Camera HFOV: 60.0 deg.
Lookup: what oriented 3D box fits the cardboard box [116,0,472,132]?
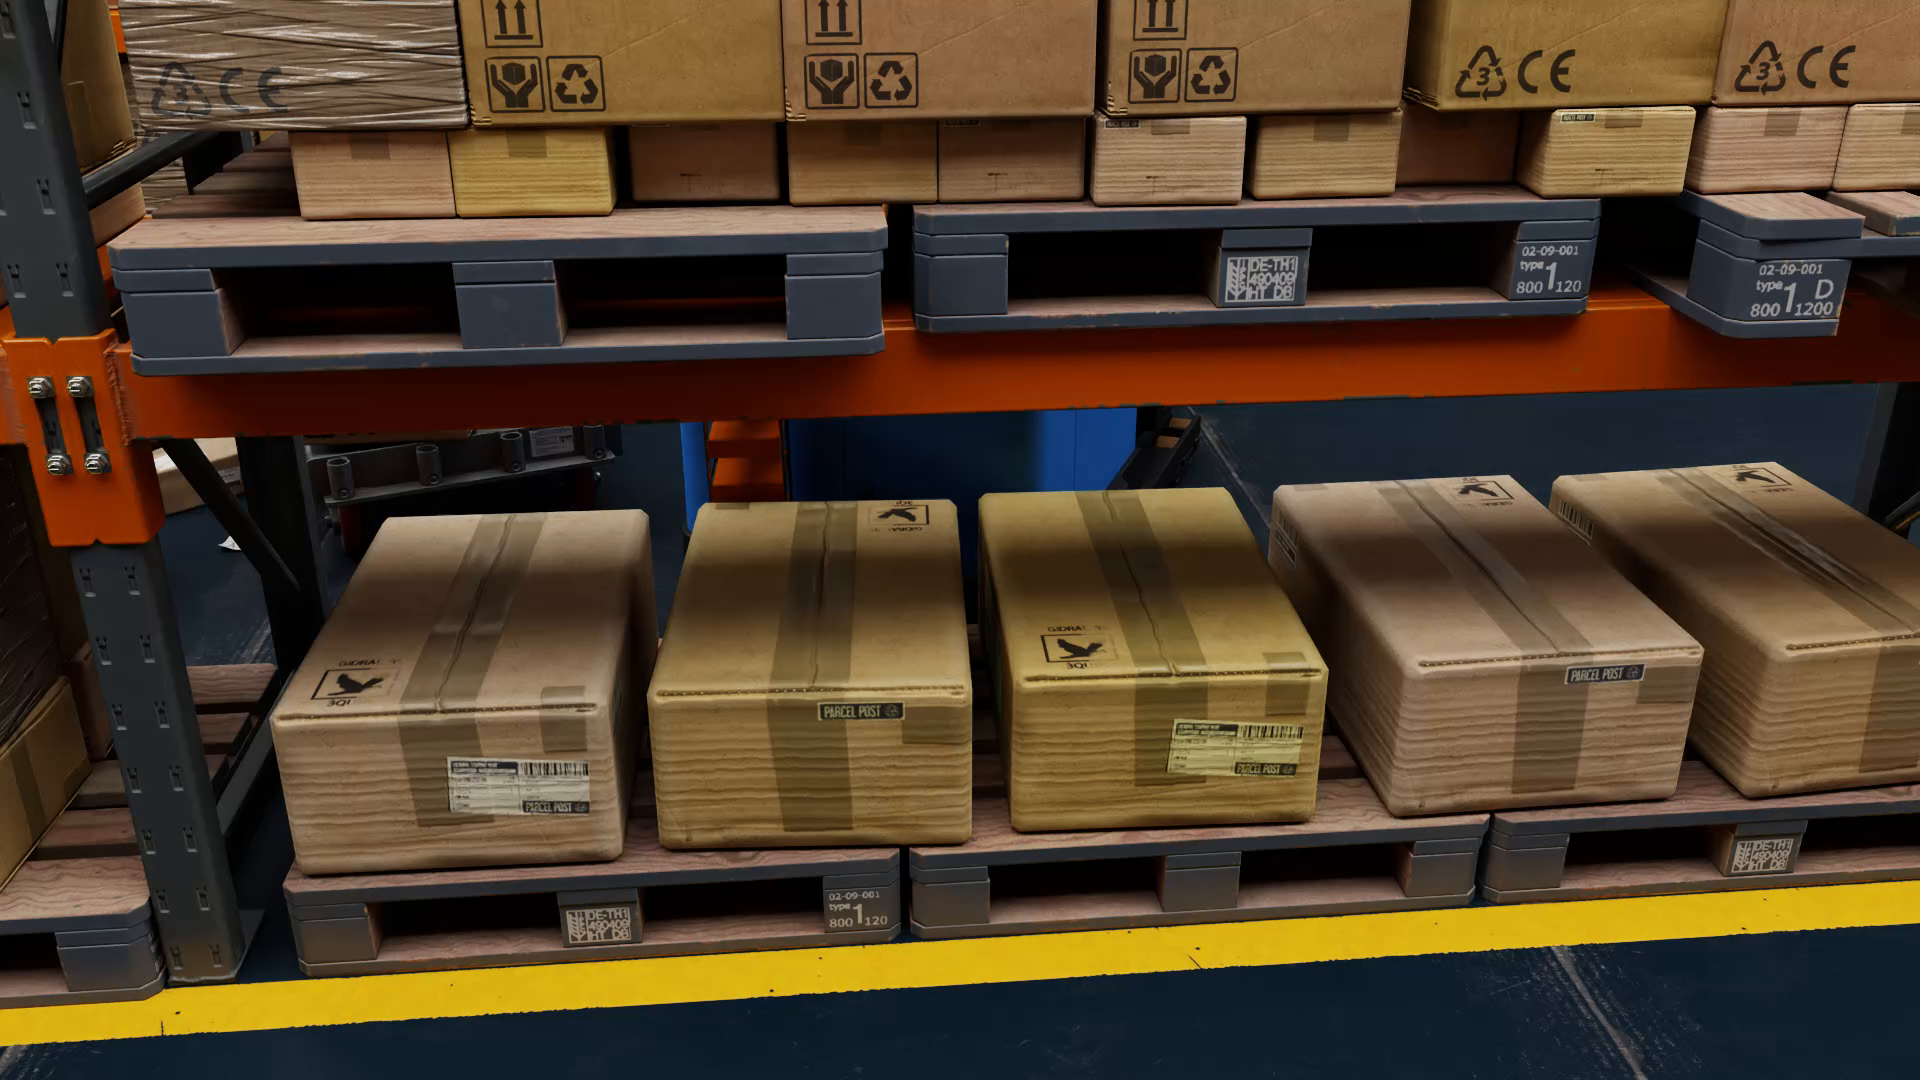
[{"bbox_3d":[-1.047,-0.972,2.737,0.500,0.500,0.500,-2,24,-4],"label":"cardboard box"}]

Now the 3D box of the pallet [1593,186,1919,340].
[{"bbox_3d":[1.740,-0.696,3.359,1.003,0.211,1.213,-2,24,-5],"label":"pallet"}]

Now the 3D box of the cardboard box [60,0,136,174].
[{"bbox_3d":[-2.007,-0.972,3.255,0.500,0.500,0.500,-2,24,-5],"label":"cardboard box"}]

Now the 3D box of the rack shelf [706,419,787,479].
[{"bbox_3d":[-0.527,-0.249,4.132,0.180,0.103,0.258,-2,24,-2],"label":"rack shelf"}]

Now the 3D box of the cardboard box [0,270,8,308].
[{"bbox_3d":[-1.832,-0.445,2.867,0.250,0.149,0.380,-3,24,-6],"label":"cardboard box"}]

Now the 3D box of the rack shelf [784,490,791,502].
[{"bbox_3d":[-0.522,-0.031,4.231,0.180,0.103,0.258,-2,24,-2],"label":"rack shelf"}]

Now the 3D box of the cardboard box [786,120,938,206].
[{"bbox_3d":[-0.177,-0.709,2.944,0.250,0.149,0.380,-2,24,-4],"label":"cardboard box"}]

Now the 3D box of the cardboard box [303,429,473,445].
[{"bbox_3d":[-1.747,-0.618,5.091,0.500,0.500,0.500,-2,24,-5],"label":"cardboard box"}]

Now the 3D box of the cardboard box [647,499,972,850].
[{"bbox_3d":[-0.305,0.261,3.687,0.625,0.372,0.950,-1,24,-2],"label":"cardboard box"}]

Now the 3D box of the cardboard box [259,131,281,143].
[{"bbox_3d":[-2.762,-1.916,7.967,0.875,0.875,0.875,-2,24,-4],"label":"cardboard box"}]

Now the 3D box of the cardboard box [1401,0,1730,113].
[{"bbox_3d":[0.998,-1.052,2.918,0.500,0.500,0.500,-4,24,-9],"label":"cardboard box"}]

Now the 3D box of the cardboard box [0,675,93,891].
[{"bbox_3d":[-2.104,0.501,3.297,0.500,0.250,0.500,-1,24,-3],"label":"cardboard box"}]

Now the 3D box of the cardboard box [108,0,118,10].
[{"bbox_3d":[-3.589,-2.736,7.528,0.550,0.550,0.875,-2,24,-5],"label":"cardboard box"}]

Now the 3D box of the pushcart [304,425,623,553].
[{"bbox_3d":[-1.816,-0.417,5.723,0.936,0.377,1.648,-11,26,-23],"label":"pushcart"}]

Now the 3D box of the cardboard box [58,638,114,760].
[{"bbox_3d":[-2.155,0.284,3.787,0.500,0.250,0.500,-3,24,-8],"label":"cardboard box"}]

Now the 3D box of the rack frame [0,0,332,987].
[{"bbox_3d":[-1.542,-0.695,3.122,0.127,3.000,1.000,-2,24,-5],"label":"rack frame"}]

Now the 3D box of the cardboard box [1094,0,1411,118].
[{"bbox_3d":[0.455,-1.031,2.870,0.500,0.500,0.500,-3,24,-7],"label":"cardboard box"}]

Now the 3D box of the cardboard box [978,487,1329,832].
[{"bbox_3d":[0.387,0.233,3.751,0.625,0.372,0.950,-2,24,-3],"label":"cardboard box"}]

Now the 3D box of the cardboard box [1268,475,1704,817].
[{"bbox_3d":[1.142,0.205,3.814,0.625,0.372,0.950,-3,24,-6],"label":"cardboard box"}]

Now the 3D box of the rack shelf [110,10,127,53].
[{"bbox_3d":[-4.119,-2.284,7.580,4.000,0.370,1.077,-2,24,-5],"label":"rack shelf"}]

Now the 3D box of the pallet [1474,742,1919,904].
[{"bbox_3d":[1.661,0.450,3.978,1.213,0.211,1.003,-2,24,-5],"label":"pallet"}]

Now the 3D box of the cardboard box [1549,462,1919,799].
[{"bbox_3d":[1.876,0.172,3.888,0.625,0.372,0.950,-4,24,-9],"label":"cardboard box"}]

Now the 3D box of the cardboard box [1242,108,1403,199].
[{"bbox_3d":[0.602,-0.730,2.992,0.250,0.149,0.380,-3,24,-7],"label":"cardboard box"}]

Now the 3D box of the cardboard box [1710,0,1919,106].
[{"bbox_3d":[1.500,-1.073,2.965,0.500,0.500,0.500,-3,24,-6],"label":"cardboard box"}]

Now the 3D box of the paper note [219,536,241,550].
[{"bbox_3d":[-2.237,-0.007,5.228,0.142,0.019,0.148,-2,24,-5],"label":"paper note"}]

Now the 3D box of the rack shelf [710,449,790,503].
[{"bbox_3d":[-0.524,-0.140,4.182,0.180,0.103,0.258,-2,24,-2],"label":"rack shelf"}]

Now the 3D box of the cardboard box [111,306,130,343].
[{"bbox_3d":[-3.093,-0.591,5.793,0.503,0.637,0.797,-2,24,-5],"label":"cardboard box"}]

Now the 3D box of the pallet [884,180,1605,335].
[{"bbox_3d":[0.473,-0.672,3.305,1.213,0.211,1.003,-2,24,-5],"label":"pallet"}]

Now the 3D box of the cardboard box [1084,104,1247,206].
[{"bbox_3d":[0.339,-0.708,2.941,0.250,0.149,0.380,-1,24,-3],"label":"cardboard box"}]

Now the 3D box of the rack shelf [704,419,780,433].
[{"bbox_3d":[-0.529,-0.359,4.082,0.180,0.103,0.258,-2,24,-2],"label":"rack shelf"}]

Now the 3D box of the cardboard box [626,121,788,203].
[{"bbox_3d":[-0.437,-0.716,2.959,0.250,0.149,0.380,-1,24,-2],"label":"cardboard box"}]

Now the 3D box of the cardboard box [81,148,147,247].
[{"bbox_3d":[-1.887,-0.698,3.436,0.250,0.149,0.380,-2,24,-5],"label":"cardboard box"}]

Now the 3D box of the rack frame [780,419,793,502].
[{"bbox_3d":[-0.434,-0.184,4.167,0.006,1.200,0.240,-2,24,-2],"label":"rack frame"}]

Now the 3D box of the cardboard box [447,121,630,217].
[{"bbox_3d":[-0.711,-0.673,2.864,0.250,0.149,0.380,-2,24,-4],"label":"cardboard box"}]

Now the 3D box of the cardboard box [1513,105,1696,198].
[{"bbox_3d":[1.106,-0.732,2.997,0.250,0.149,0.380,-2,24,-4],"label":"cardboard box"}]

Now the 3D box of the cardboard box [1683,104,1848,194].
[{"bbox_3d":[1.379,-0.749,3.035,0.250,0.149,0.380,-3,24,-8],"label":"cardboard box"}]

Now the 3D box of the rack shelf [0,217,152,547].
[{"bbox_3d":[-3.532,-0.287,3.088,4.000,0.370,1.077,-2,24,-5],"label":"rack shelf"}]

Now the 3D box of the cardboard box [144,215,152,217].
[{"bbox_3d":[-3.573,-1.074,7.048,0.500,0.500,0.500,2,24,4],"label":"cardboard box"}]

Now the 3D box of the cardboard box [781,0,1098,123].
[{"bbox_3d":[-0.055,-1.006,2.814,0.500,0.500,0.500,-2,24,-5],"label":"cardboard box"}]

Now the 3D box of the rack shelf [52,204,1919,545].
[{"bbox_3d":[0.449,-0.447,3.447,4.000,0.370,1.077,-2,24,-5],"label":"rack shelf"}]

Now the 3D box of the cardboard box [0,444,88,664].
[{"bbox_3d":[-2.155,-0.059,3.635,0.500,0.500,0.500,-1,24,-3],"label":"cardboard box"}]

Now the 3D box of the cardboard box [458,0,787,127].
[{"bbox_3d":[-0.549,-0.992,2.782,0.500,0.500,0.500,-2,24,-5],"label":"cardboard box"}]

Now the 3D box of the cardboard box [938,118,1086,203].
[{"bbox_3d":[0.070,-0.718,2.965,0.250,0.149,0.380,-2,24,-5],"label":"cardboard box"}]

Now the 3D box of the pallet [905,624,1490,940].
[{"bbox_3d":[0.450,0.497,3.872,1.213,0.211,1.003,-2,24,-5],"label":"pallet"}]

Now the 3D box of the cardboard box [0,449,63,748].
[{"bbox_3d":[-2.104,0.159,3.145,0.500,0.500,0.500,-3,24,-6],"label":"cardboard box"}]

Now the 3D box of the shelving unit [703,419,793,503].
[{"bbox_3d":[-0.525,-0.181,4.163,0.189,1.200,0.258,-2,24,-2],"label":"shelving unit"}]

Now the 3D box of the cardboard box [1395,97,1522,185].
[{"bbox_3d":[0.844,-0.773,3.089,0.250,0.149,0.380,-2,24,-5],"label":"cardboard box"}]

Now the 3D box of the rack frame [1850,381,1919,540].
[{"bbox_3d":[2.439,-0.855,3.481,0.127,3.000,1.000,-2,24,-5],"label":"rack frame"}]

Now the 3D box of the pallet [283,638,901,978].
[{"bbox_3d":[-0.767,0.547,3.759,1.213,0.211,1.003,-2,24,-5],"label":"pallet"}]

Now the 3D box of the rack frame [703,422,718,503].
[{"bbox_3d":[-0.617,-0.177,4.160,0.006,1.200,0.240,-2,24,-2],"label":"rack frame"}]

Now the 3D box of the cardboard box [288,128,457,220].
[{"bbox_3d":[-0.961,-0.667,2.850,0.250,0.149,0.380,-2,24,-4],"label":"cardboard box"}]

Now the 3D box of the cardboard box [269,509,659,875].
[{"bbox_3d":[-1.020,0.291,3.619,0.625,0.372,0.950,-2,24,-4],"label":"cardboard box"}]

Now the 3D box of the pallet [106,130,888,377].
[{"bbox_3d":[-0.767,-0.580,3.097,1.213,0.211,1.003,-2,24,-5],"label":"pallet"}]

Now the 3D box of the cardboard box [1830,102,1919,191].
[{"bbox_3d":[1.630,-0.756,3.050,0.250,0.149,0.380,-2,24,-6],"label":"cardboard box"}]

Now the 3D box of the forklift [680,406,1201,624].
[{"bbox_3d":[0.209,-1.578,5.191,1.130,2.935,3.031,8,25,18],"label":"forklift"}]

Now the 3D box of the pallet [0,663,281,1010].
[{"bbox_3d":[-2.207,0.620,3.595,1.213,0.211,1.003,-2,24,-5],"label":"pallet"}]

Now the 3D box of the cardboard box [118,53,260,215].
[{"bbox_3d":[-3.658,-1.879,7.883,0.875,0.875,0.875,-2,24,-5],"label":"cardboard box"}]

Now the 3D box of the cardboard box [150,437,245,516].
[{"bbox_3d":[-2.563,-0.281,5.555,0.258,0.266,0.396,22,32,40],"label":"cardboard box"}]
